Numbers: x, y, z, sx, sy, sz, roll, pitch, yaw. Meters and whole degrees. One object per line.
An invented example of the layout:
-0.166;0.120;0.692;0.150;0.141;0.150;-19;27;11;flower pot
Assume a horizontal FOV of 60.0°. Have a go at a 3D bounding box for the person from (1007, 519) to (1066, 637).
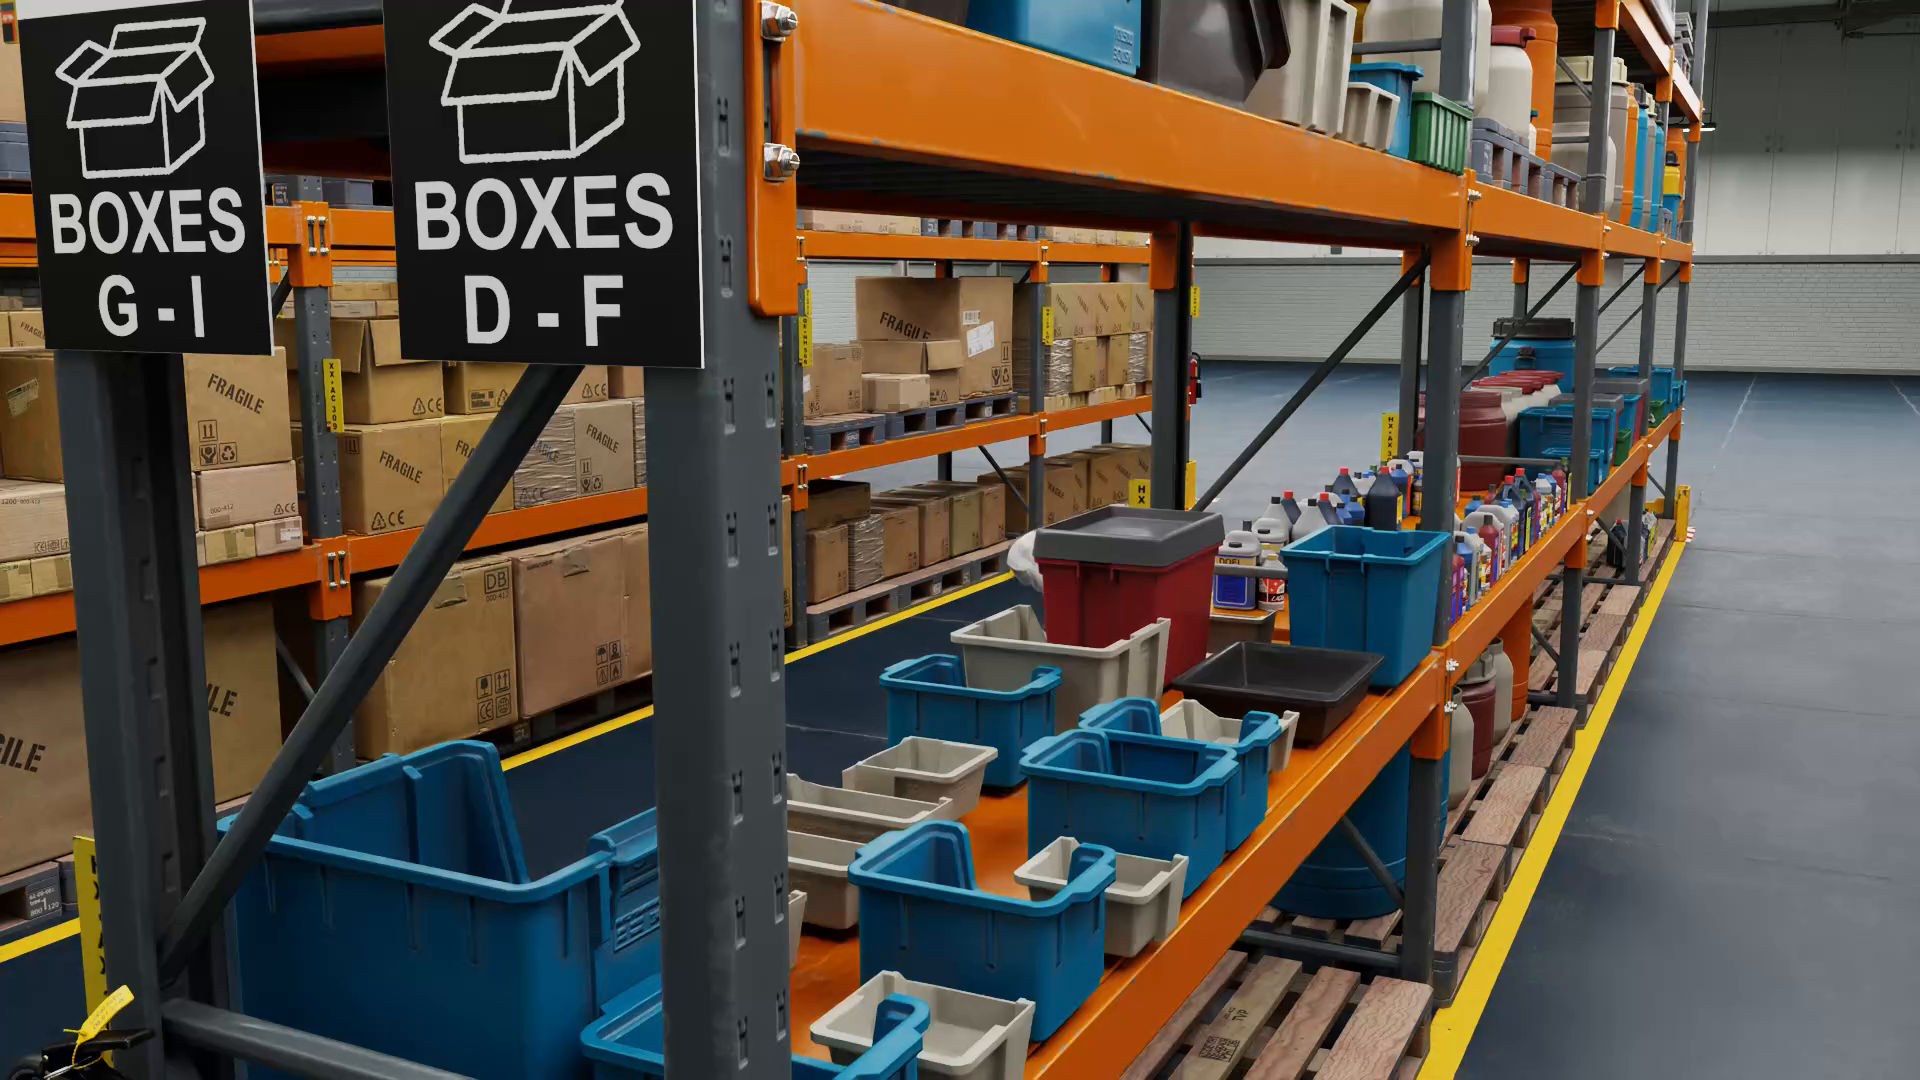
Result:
0.777;0.273;11.139;0.921;0.988;0.524;4;10;24;person
